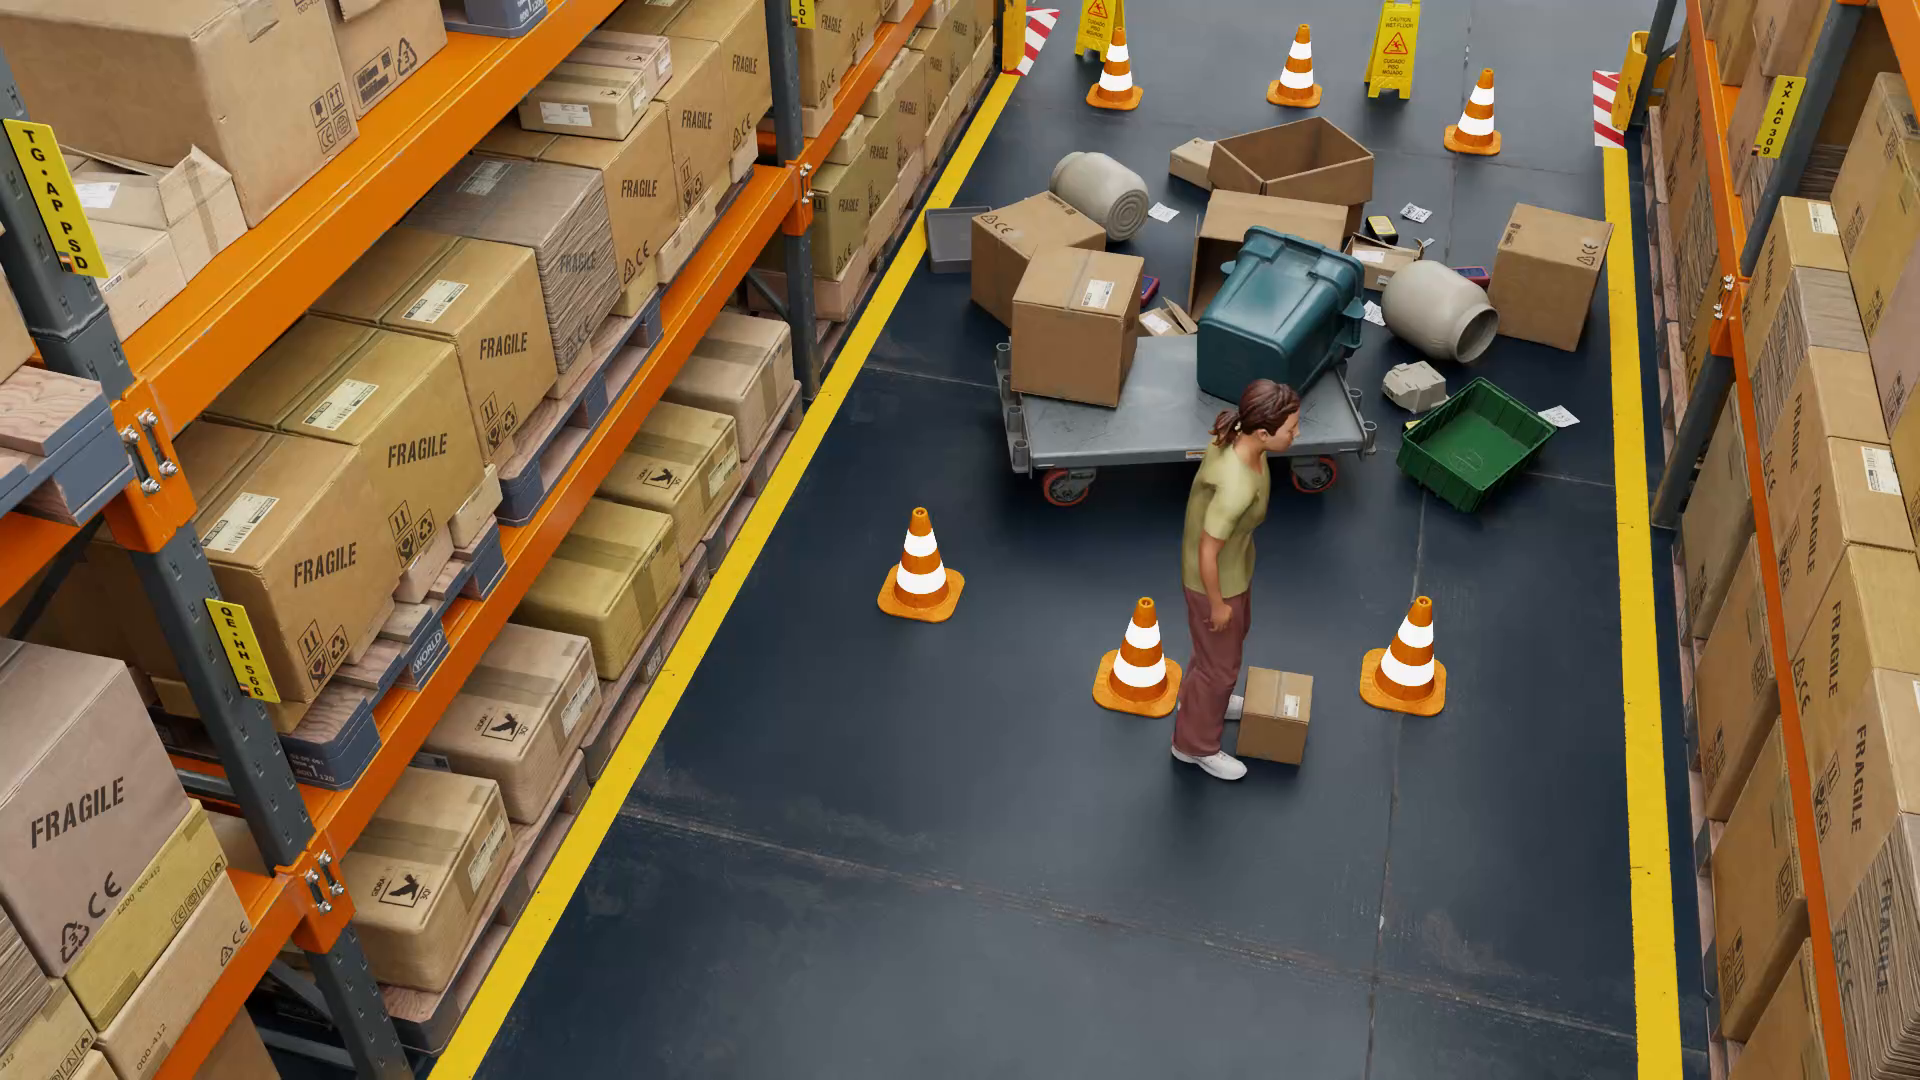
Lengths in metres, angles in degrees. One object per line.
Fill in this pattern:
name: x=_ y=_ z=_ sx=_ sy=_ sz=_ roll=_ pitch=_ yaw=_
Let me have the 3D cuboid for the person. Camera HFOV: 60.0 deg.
person: x=0.975 y=0.121 z=6.021 sx=0.362 sy=1.672 sz=0.496 roll=10 pitch=42 yaw=11
